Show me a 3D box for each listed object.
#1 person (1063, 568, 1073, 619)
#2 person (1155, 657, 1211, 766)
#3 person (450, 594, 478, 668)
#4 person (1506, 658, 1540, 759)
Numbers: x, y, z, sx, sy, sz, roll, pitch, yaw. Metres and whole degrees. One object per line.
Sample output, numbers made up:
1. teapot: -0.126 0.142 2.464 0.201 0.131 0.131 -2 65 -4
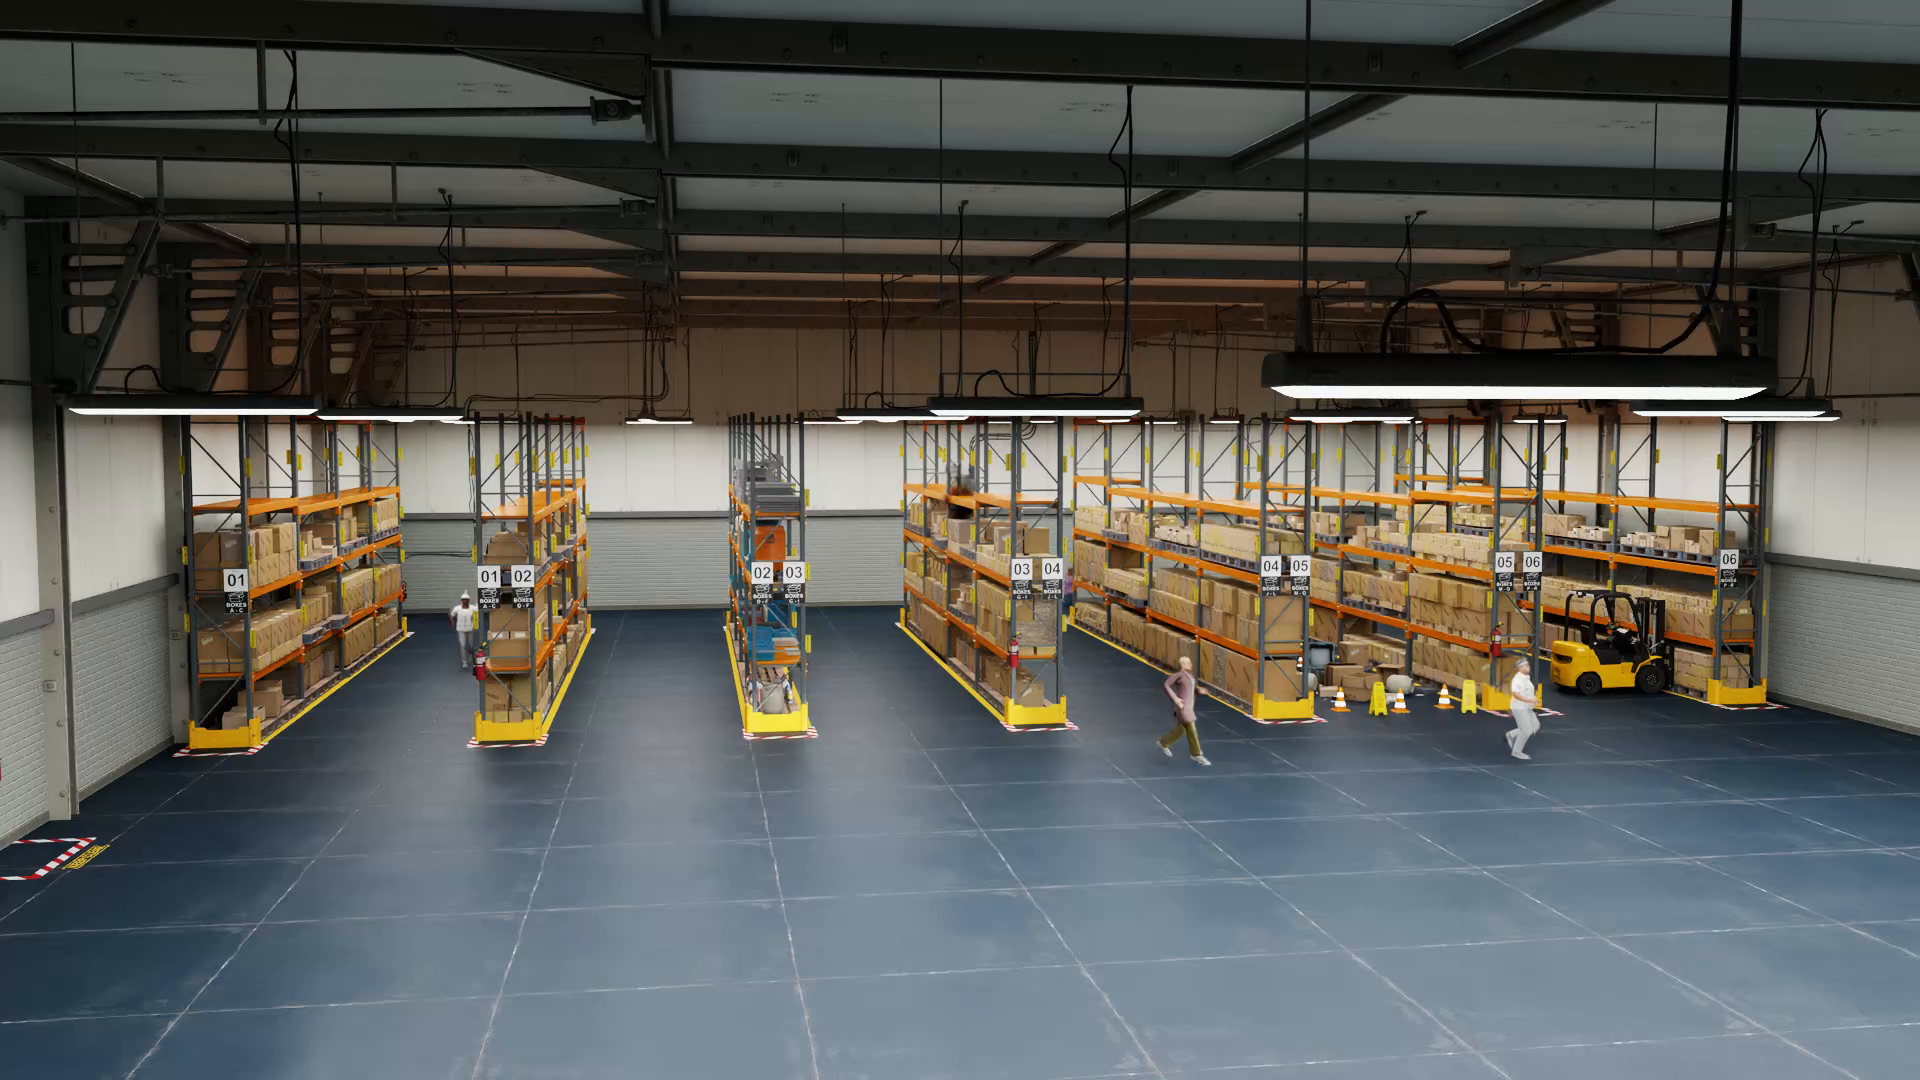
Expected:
1. person: 3.331 1.591 49.597 0.569 1.548 0.523 -3 5 -36
2. person: 3.813 2.891 28.358 1.041 1.805 0.703 2 4 27
3. person: -11.788 2.153 39.659 0.714 1.744 0.901 -1 4 -16
4. person: 9.744 2.899 28.769 0.611 1.747 0.705 2 5 32
